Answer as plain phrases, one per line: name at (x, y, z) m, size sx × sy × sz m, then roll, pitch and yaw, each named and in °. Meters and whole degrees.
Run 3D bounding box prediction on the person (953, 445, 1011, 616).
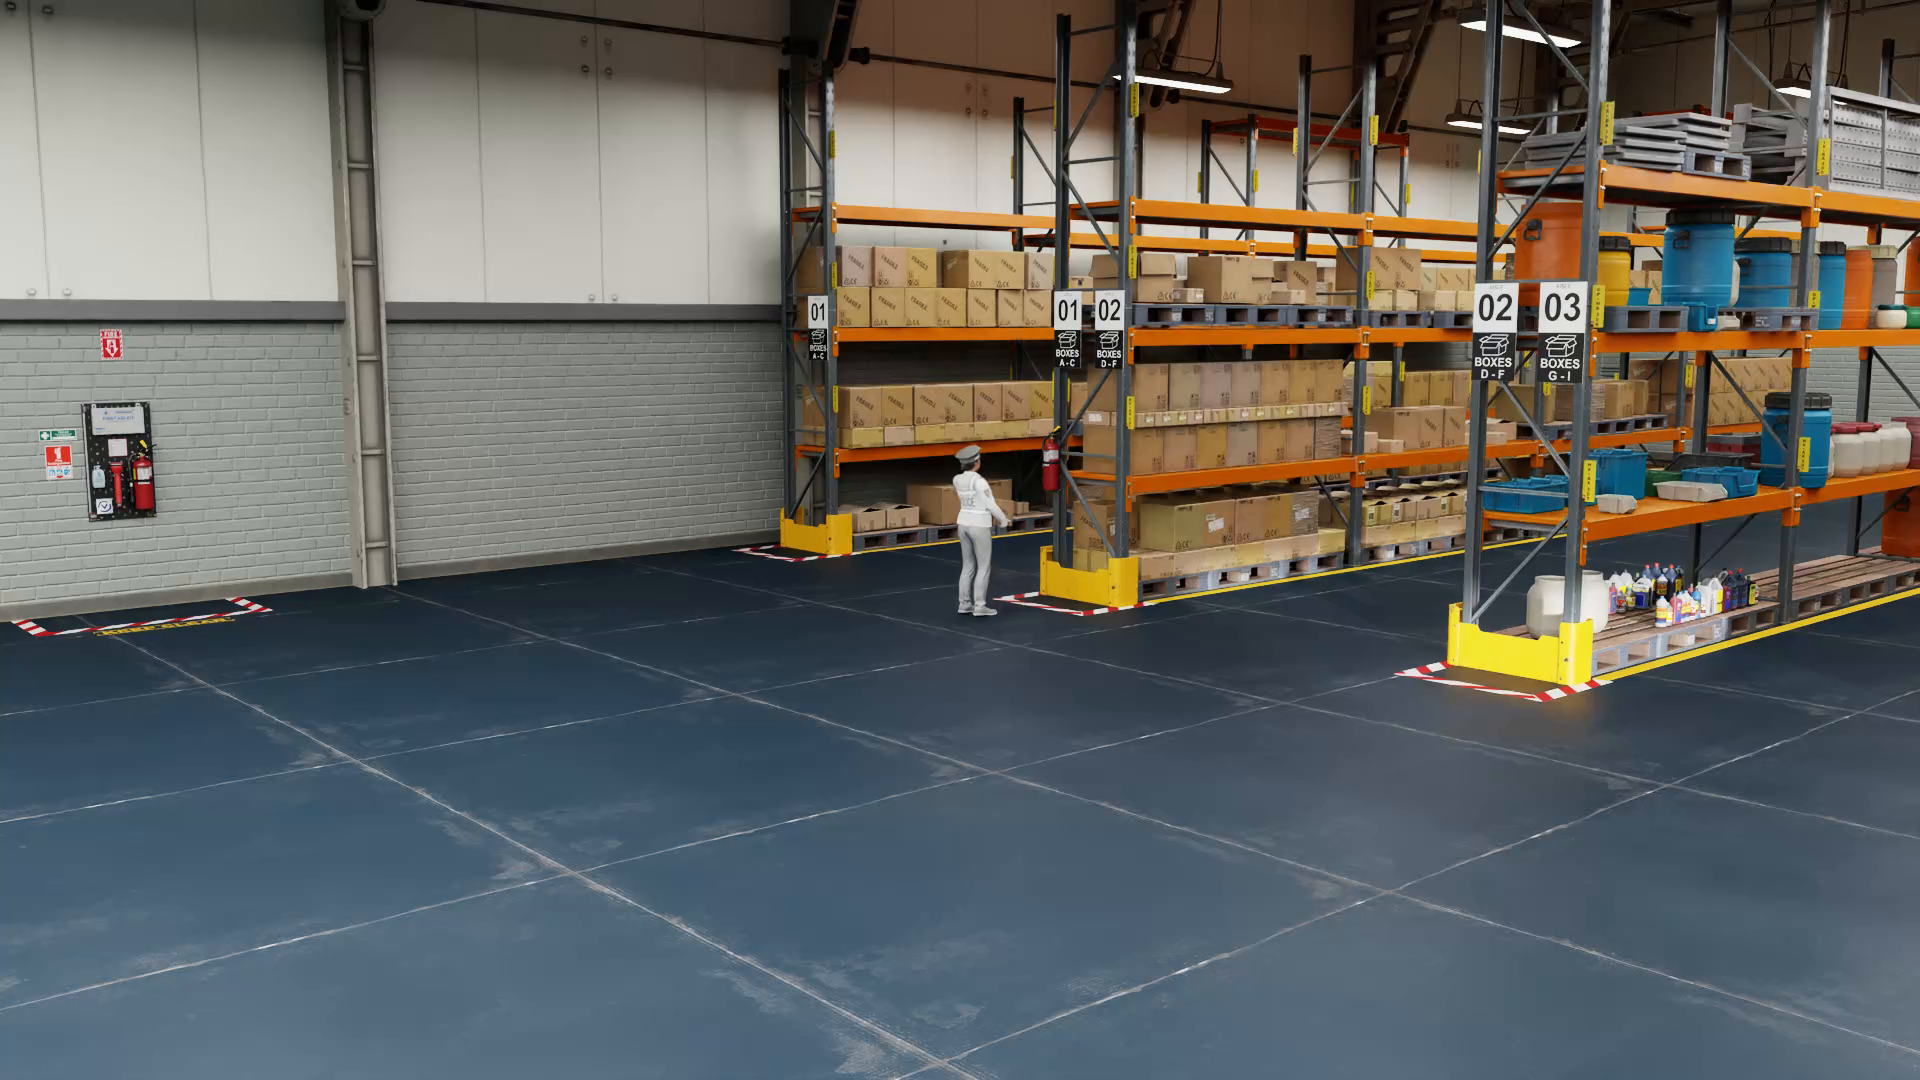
person at (0.209, -0.102, 16.477) m, size 0.554 × 1.687 × 0.459 m, roll -6°, pitch 10°, yaw -40°
